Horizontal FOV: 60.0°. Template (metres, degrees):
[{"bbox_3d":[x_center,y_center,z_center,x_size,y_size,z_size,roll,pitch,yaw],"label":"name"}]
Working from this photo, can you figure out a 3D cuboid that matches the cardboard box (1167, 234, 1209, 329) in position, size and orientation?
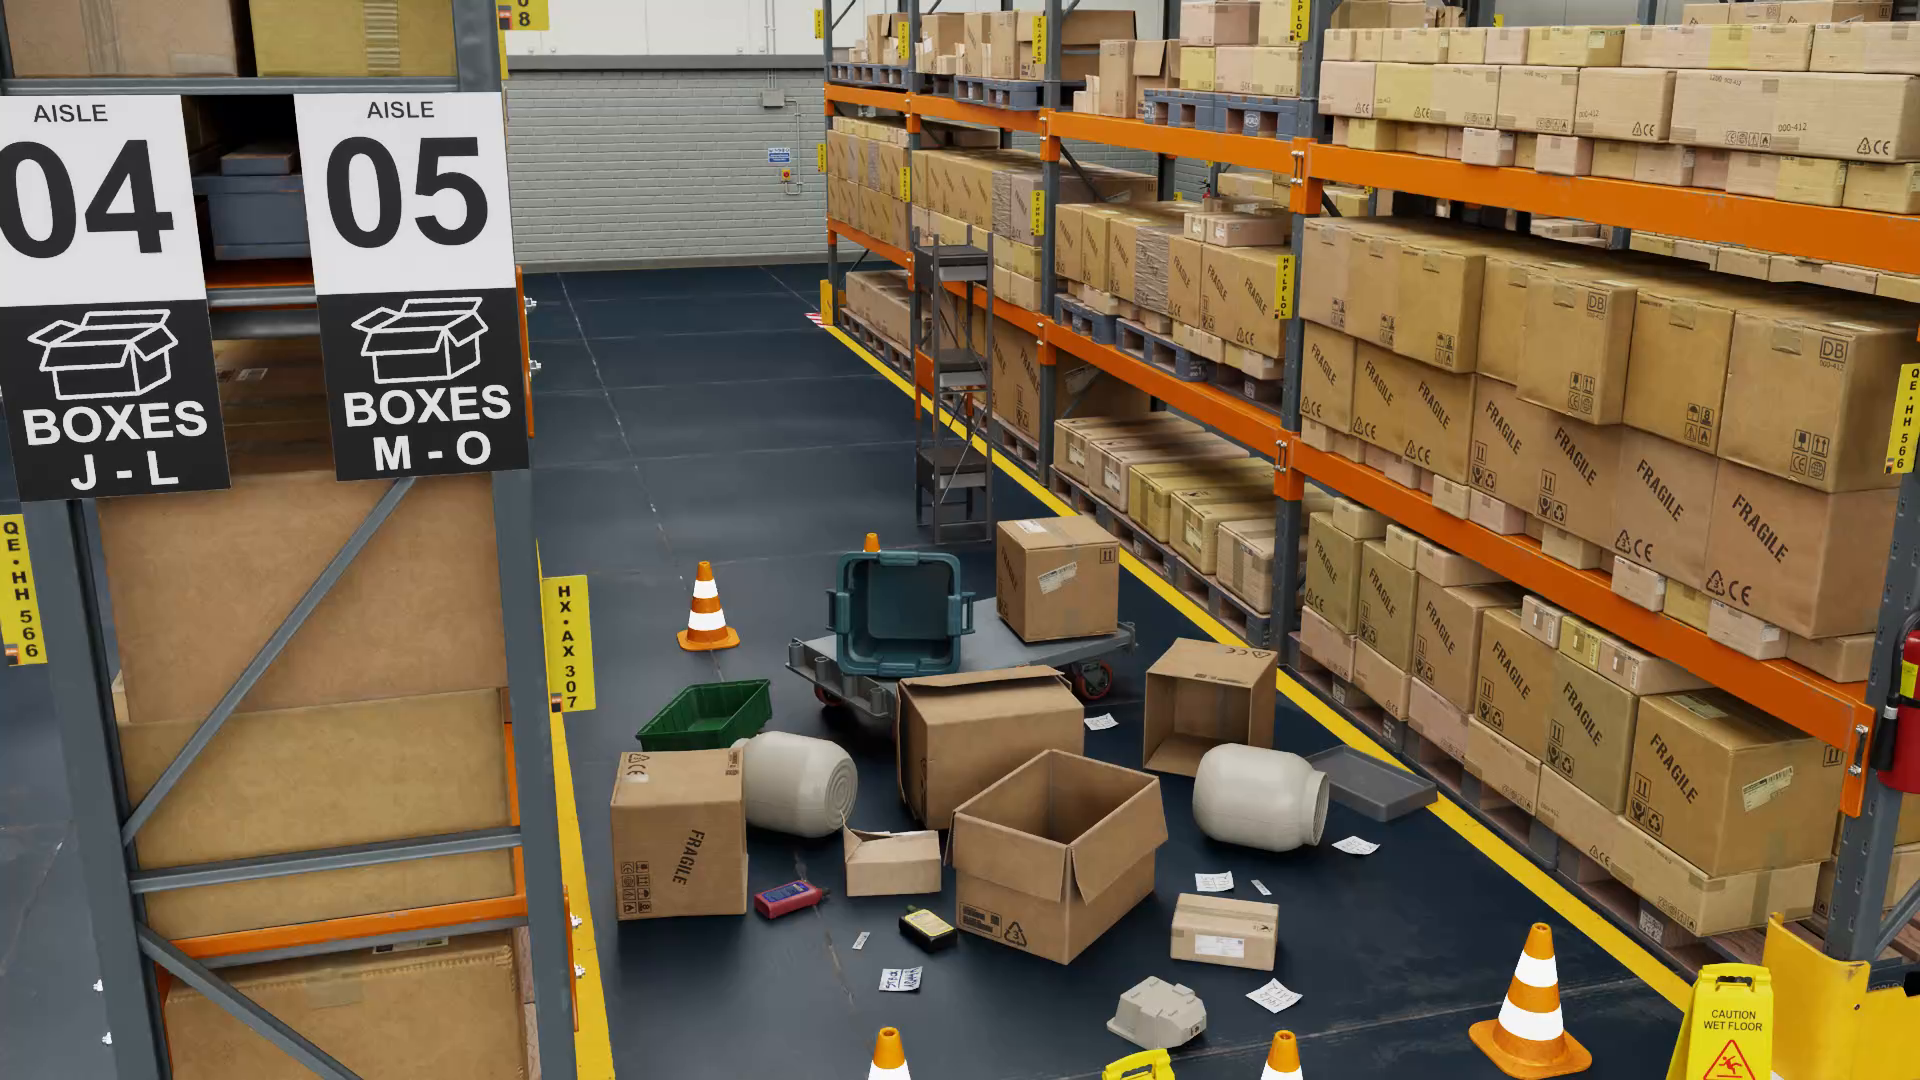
[{"bbox_3d":[1.582,-1.573,10.055,0.500,0.500,0.500,-4,17,-13],"label":"cardboard box"}]

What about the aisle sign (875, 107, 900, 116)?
[{"bbox_3d":[-0.816,-5.401,19.698,0.394,0.787,0.004,-5,17,-15],"label":"aisle sign"}]

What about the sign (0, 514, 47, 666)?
[{"bbox_3d":[-1.954,0.105,3.464,0.100,0.325,0.005,-5,17,-15],"label":"sign"}]

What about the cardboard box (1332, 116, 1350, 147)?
[{"bbox_3d":[2.052,-2.001,8.124,0.380,0.149,0.250,-5,17,-16],"label":"cardboard box"}]

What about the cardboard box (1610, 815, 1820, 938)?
[{"bbox_3d":[2.815,1.221,6.222,0.500,0.250,0.500,-5,17,-16],"label":"cardboard box"}]

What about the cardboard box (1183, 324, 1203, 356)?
[{"bbox_3d":[1.562,-1.206,9.960,0.380,0.149,0.250,-5,17,-15],"label":"cardboard box"}]

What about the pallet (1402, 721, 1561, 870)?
[{"bbox_3d":[2.761,1.065,7.541,1.003,0.211,1.213,-5,17,-15],"label":"pallet"}]

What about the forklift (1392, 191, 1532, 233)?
[{"bbox_3d":[4.041,-1.909,12.711,1.130,2.935,3.031,-7,18,-23],"label":"forklift"}]

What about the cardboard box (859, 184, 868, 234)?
[{"bbox_3d":[-0.796,-3.587,18.004,0.500,0.500,0.500,-4,17,-13],"label":"cardboard box"}]

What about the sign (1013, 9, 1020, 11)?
[{"bbox_3d":[0.524,-4.885,15.842,0.100,0.325,0.005,-5,17,-15],"label":"sign"}]

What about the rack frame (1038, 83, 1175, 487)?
[{"bbox_3d":[1.104,-1.898,12.558,1.000,3.000,0.127,-5,17,-15],"label":"rack frame"}]

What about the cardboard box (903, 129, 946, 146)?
[{"bbox_3d":[-0.354,-3.984,16.461,0.380,0.149,0.250,-4,17,-14],"label":"cardboard box"}]

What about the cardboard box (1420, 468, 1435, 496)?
[{"bbox_3d":[2.341,-0.280,7.606,0.380,0.149,0.250,-5,17,-16],"label":"cardboard box"}]

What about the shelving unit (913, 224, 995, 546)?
[{"bbox_3d":[-0.045,-1.051,11.302,0.431,2.100,0.503,-5,17,-15],"label":"shelving unit"}]

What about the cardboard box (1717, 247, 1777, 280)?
[{"bbox_3d":[6.026,-2.033,12.396,0.500,0.250,0.500,-5,17,-17],"label":"cardboard box"}]

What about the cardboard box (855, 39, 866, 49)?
[{"bbox_3d":[-0.884,-5.608,19.049,0.500,0.250,0.500,-6,18,-20],"label":"cardboard box"}]

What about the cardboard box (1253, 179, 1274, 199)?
[{"bbox_3d":[3.824,-4.149,19.794,0.500,0.250,0.500,-5,17,-16],"label":"cardboard box"}]

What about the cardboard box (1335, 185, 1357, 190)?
[{"bbox_3d":[4.616,-3.908,18.993,0.500,0.250,0.500,-4,17,-14],"label":"cardboard box"}]

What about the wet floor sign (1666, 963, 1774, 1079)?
[{"bbox_3d":[2.326,1.579,5.073,0.267,0.644,0.232,1,17,4],"label":"wet floor sign"}]

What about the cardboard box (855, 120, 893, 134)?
[{"bbox_3d":[-0.949,-4.541,18.316,0.380,0.149,0.250,-5,17,-15],"label":"cardboard box"}]

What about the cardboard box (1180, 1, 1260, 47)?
[{"bbox_3d":[1.620,-3.028,9.766,0.500,0.250,0.500,-4,17,-14],"label":"cardboard box"}]

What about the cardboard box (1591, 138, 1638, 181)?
[{"bbox_3d":[2.611,-1.435,6.237,0.380,0.149,0.250,-5,17,-17],"label":"cardboard box"}]

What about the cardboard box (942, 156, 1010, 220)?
[{"bbox_3d":[0.151,-3.110,14.678,0.500,0.500,0.500,-5,17,-17],"label":"cardboard box"}]

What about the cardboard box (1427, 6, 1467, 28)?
[{"bbox_3d":[4.927,-5.225,16.715,0.396,0.266,0.258,-5,17,-16],"label":"cardboard box"}]

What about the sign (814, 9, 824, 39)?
[{"bbox_3d":[-1.629,-5.962,19.215,0.100,0.325,0.005,-5,17,-15],"label":"sign"}]

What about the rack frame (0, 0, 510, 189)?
[{"bbox_3d":[-1.429,-2.139,2.932,1.000,3.000,0.127,-5,17,-15],"label":"rack frame"}]

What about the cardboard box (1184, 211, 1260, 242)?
[{"bbox_3d":[1.560,-1.867,9.907,0.380,0.149,0.250,-5,18,-18],"label":"cardboard box"}]

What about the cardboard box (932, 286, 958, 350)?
[{"bbox_3d":[0.252,-2.023,15.937,0.875,0.875,0.875,-4,17,-14],"label":"cardboard box"}]

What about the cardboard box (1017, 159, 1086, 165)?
[{"bbox_3d":[0.796,-3.001,14.318,0.500,0.500,0.500,-4,17,-14],"label":"cardboard box"}]

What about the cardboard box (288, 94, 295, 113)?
[{"bbox_3d":[-2.473,-1.529,5.647,0.380,0.149,0.250,-5,17,-16],"label":"cardboard box"}]

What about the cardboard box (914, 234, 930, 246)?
[{"bbox_3d":[-0.128,-2.790,15.788,0.500,0.250,0.500,-5,17,-17],"label":"cardboard box"}]

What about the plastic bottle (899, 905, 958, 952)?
[{"bbox_3d":[-0.143,1.487,6.397,0.133,0.061,0.283,-12,20,-34],"label":"plastic bottle"}]

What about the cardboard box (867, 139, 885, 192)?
[{"bbox_3d":[-0.671,-3.921,17.380,0.500,0.500,0.500,-4,17,-15],"label":"cardboard box"}]

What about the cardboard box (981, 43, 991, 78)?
[{"bbox_3d":[0.389,-3.825,13.261,0.396,0.266,0.258,-5,17,-17],"label":"cardboard box"}]

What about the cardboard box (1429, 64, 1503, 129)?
[{"bbox_3d":[2.337,-1.874,7.007,0.500,0.250,0.500,-5,17,-15],"label":"cardboard box"}]

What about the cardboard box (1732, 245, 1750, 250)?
[{"bbox_3d":[6.032,-2.258,12.453,0.380,0.149,0.250,-5,17,-15],"label":"cardboard box"}]

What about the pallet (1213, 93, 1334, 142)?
[{"bbox_3d":[2.136,-2.318,9.066,1.213,0.211,1.003,-5,17,-15],"label":"pallet"}]

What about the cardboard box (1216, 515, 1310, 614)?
[{"bbox_3d":[2.057,0.121,9.674,0.950,0.372,0.625,-4,17,-15],"label":"cardboard box"}]

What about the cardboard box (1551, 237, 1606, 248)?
[{"bbox_3d":[5.326,-2.524,14.347,0.380,0.149,0.250,-4,17,-14],"label":"cardboard box"}]

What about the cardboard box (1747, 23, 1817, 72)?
[{"bbox_3d":[2.804,-1.597,5.392,0.380,0.149,0.250,-5,17,-16],"label":"cardboard box"}]

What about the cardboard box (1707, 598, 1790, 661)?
[{"bbox_3d":[2.818,0.287,5.719,0.380,0.149,0.250,-5,17,-16],"label":"cardboard box"}]

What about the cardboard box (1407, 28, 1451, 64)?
[{"bbox_3d":[2.186,-2.159,7.262,0.380,0.149,0.250,-5,17,-16],"label":"cardboard box"}]

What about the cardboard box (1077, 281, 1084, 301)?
[{"bbox_3d":[1.060,-1.794,11.916,0.380,0.149,0.250,-6,18,-19],"label":"cardboard box"}]

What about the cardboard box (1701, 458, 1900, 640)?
[{"bbox_3d":[2.889,-0.004,5.561,0.500,0.500,0.500,-5,17,-16],"label":"cardboard box"}]

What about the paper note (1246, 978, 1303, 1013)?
[{"bbox_3d":[1.129,1.632,5.965,0.148,0.019,0.142,-12,20,-34],"label":"paper note"}]

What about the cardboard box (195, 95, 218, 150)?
[{"bbox_3d":[-1.915,-0.966,3.774,0.380,0.149,0.250,-5,17,-15],"label":"cardboard box"}]

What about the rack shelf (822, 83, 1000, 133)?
[{"bbox_3d":[-0.545,-4.650,17.755,1.077,0.370,4.000,-5,17,-15],"label":"rack shelf"}]

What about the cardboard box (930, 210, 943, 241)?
[{"bbox_3d":[0.025,-2.886,15.239,0.500,0.250,0.500,-4,17,-14],"label":"cardboard box"}]

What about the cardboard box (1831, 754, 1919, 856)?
[{"bbox_3d":[3.340,0.820,6.256,0.500,0.500,0.500,-5,18,-17],"label":"cardboard box"}]

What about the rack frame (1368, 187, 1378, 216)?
[{"bbox_3d":[4.777,-3.398,17.551,1.000,3.000,0.127,-5,17,-15],"label":"rack frame"}]

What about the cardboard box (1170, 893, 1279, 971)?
[{"bbox_3d":[1.001,1.477,6.276,0.380,0.149,0.250,4,17,13],"label":"cardboard box"}]

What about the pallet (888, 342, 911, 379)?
[{"bbox_3d":[-0.129,-1.886,17.363,1.003,0.211,1.213,-5,17,-15],"label":"pallet"}]

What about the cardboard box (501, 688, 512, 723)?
[{"bbox_3d":[-1.780,0.248,5.153,0.875,0.550,0.550,-5,17,-15],"label":"cardboard box"}]

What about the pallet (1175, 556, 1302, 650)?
[{"bbox_3d":[1.988,0.328,9.992,1.003,0.211,1.213,-5,17,-15],"label":"pallet"}]
